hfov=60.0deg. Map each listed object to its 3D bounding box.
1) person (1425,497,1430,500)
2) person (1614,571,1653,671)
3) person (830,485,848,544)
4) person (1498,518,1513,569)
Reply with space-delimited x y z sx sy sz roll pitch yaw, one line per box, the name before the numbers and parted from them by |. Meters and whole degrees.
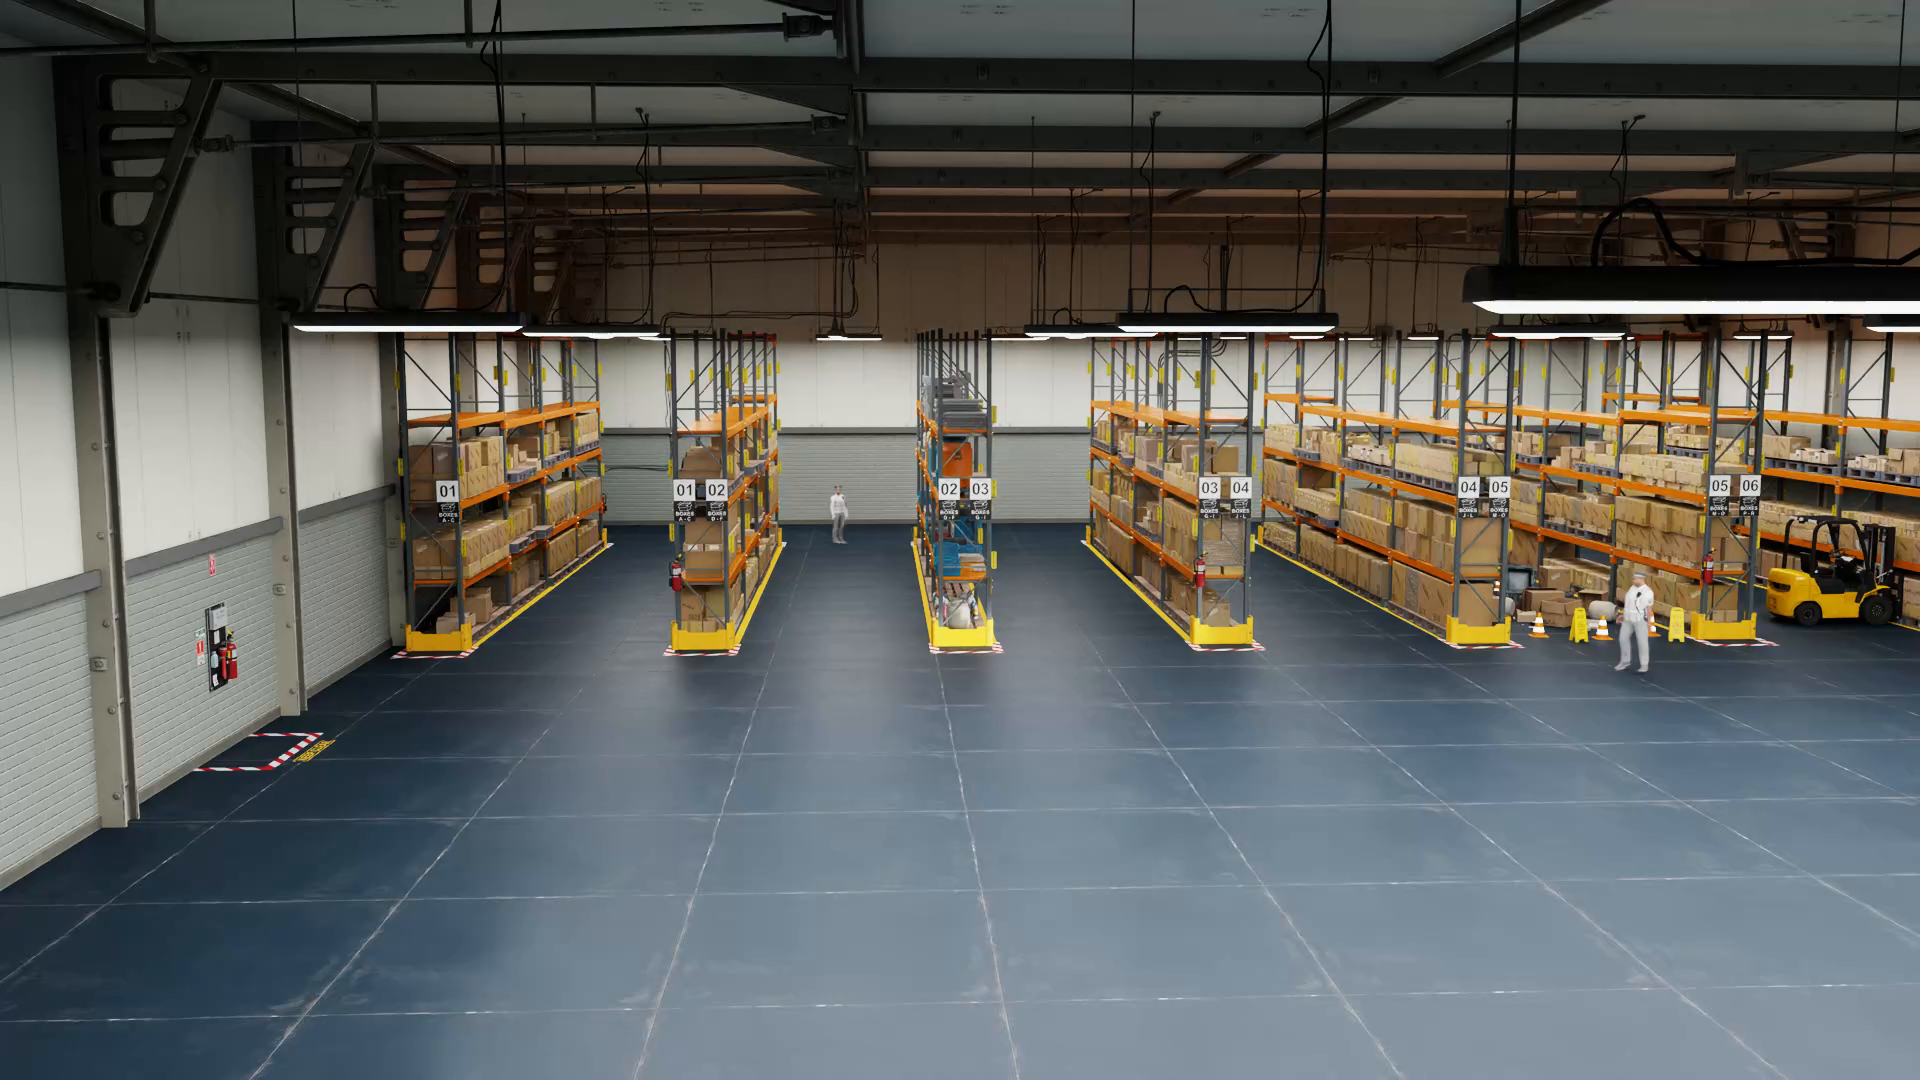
person | 14.259 -1.012 50.267 0.827 1.598 0.585 -2 7 -14
person | 11.815 1.426 29.179 0.440 1.804 0.692 -4 8 -32
person | -3.461 -0.734 47.780 0.496 1.697 0.362 -6 9 -43
person | 12.787 0.278 39.063 0.449 1.663 0.501 6 9 42
